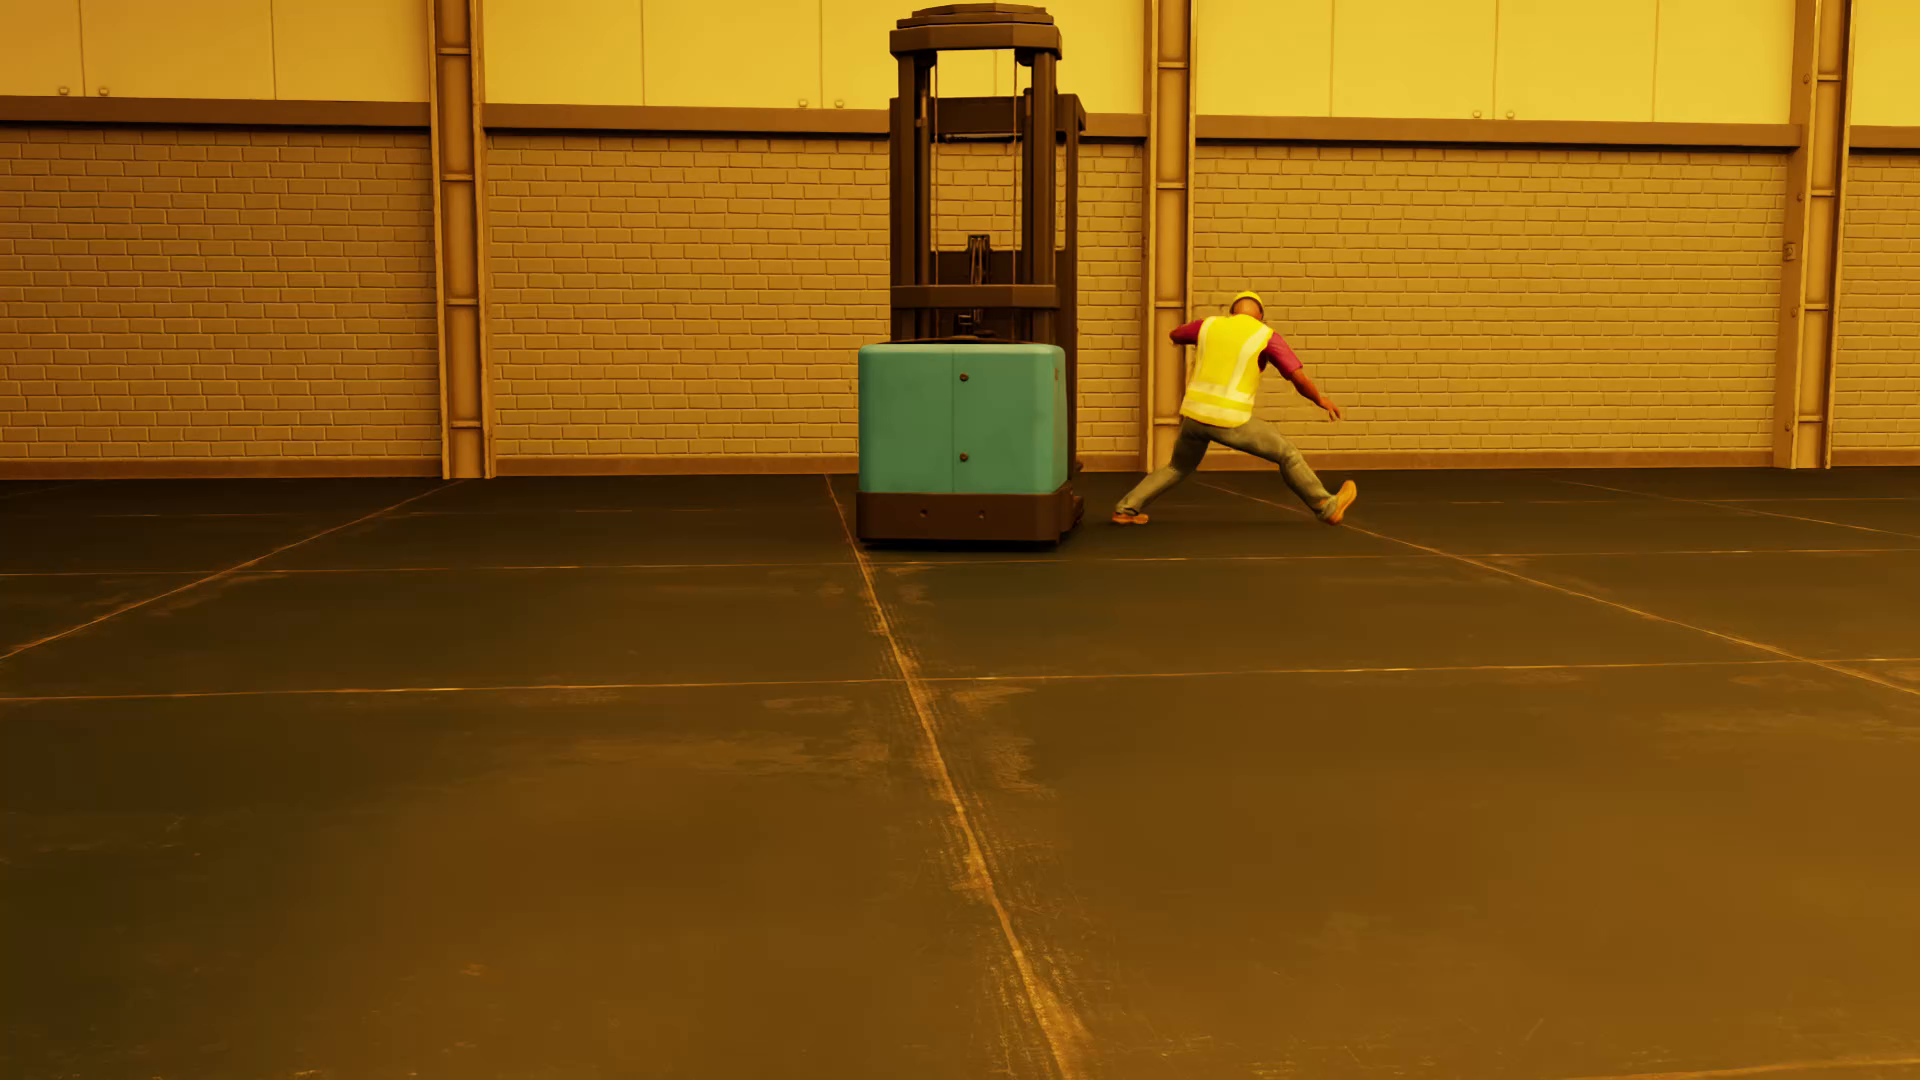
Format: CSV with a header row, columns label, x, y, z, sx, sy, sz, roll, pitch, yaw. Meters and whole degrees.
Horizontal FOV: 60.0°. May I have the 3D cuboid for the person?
label,x,y,z,sx,sy,sz,roll,pitch,yaw
person,1.642,-0.780,9.951,1.182,1.410,0.967,6,9,43

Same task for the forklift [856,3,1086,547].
label,x,y,z,sx,sy,sz,roll,pitch,yaw
forklift,0.171,-1.548,9.904,1.130,2.935,3.031,1,6,8
